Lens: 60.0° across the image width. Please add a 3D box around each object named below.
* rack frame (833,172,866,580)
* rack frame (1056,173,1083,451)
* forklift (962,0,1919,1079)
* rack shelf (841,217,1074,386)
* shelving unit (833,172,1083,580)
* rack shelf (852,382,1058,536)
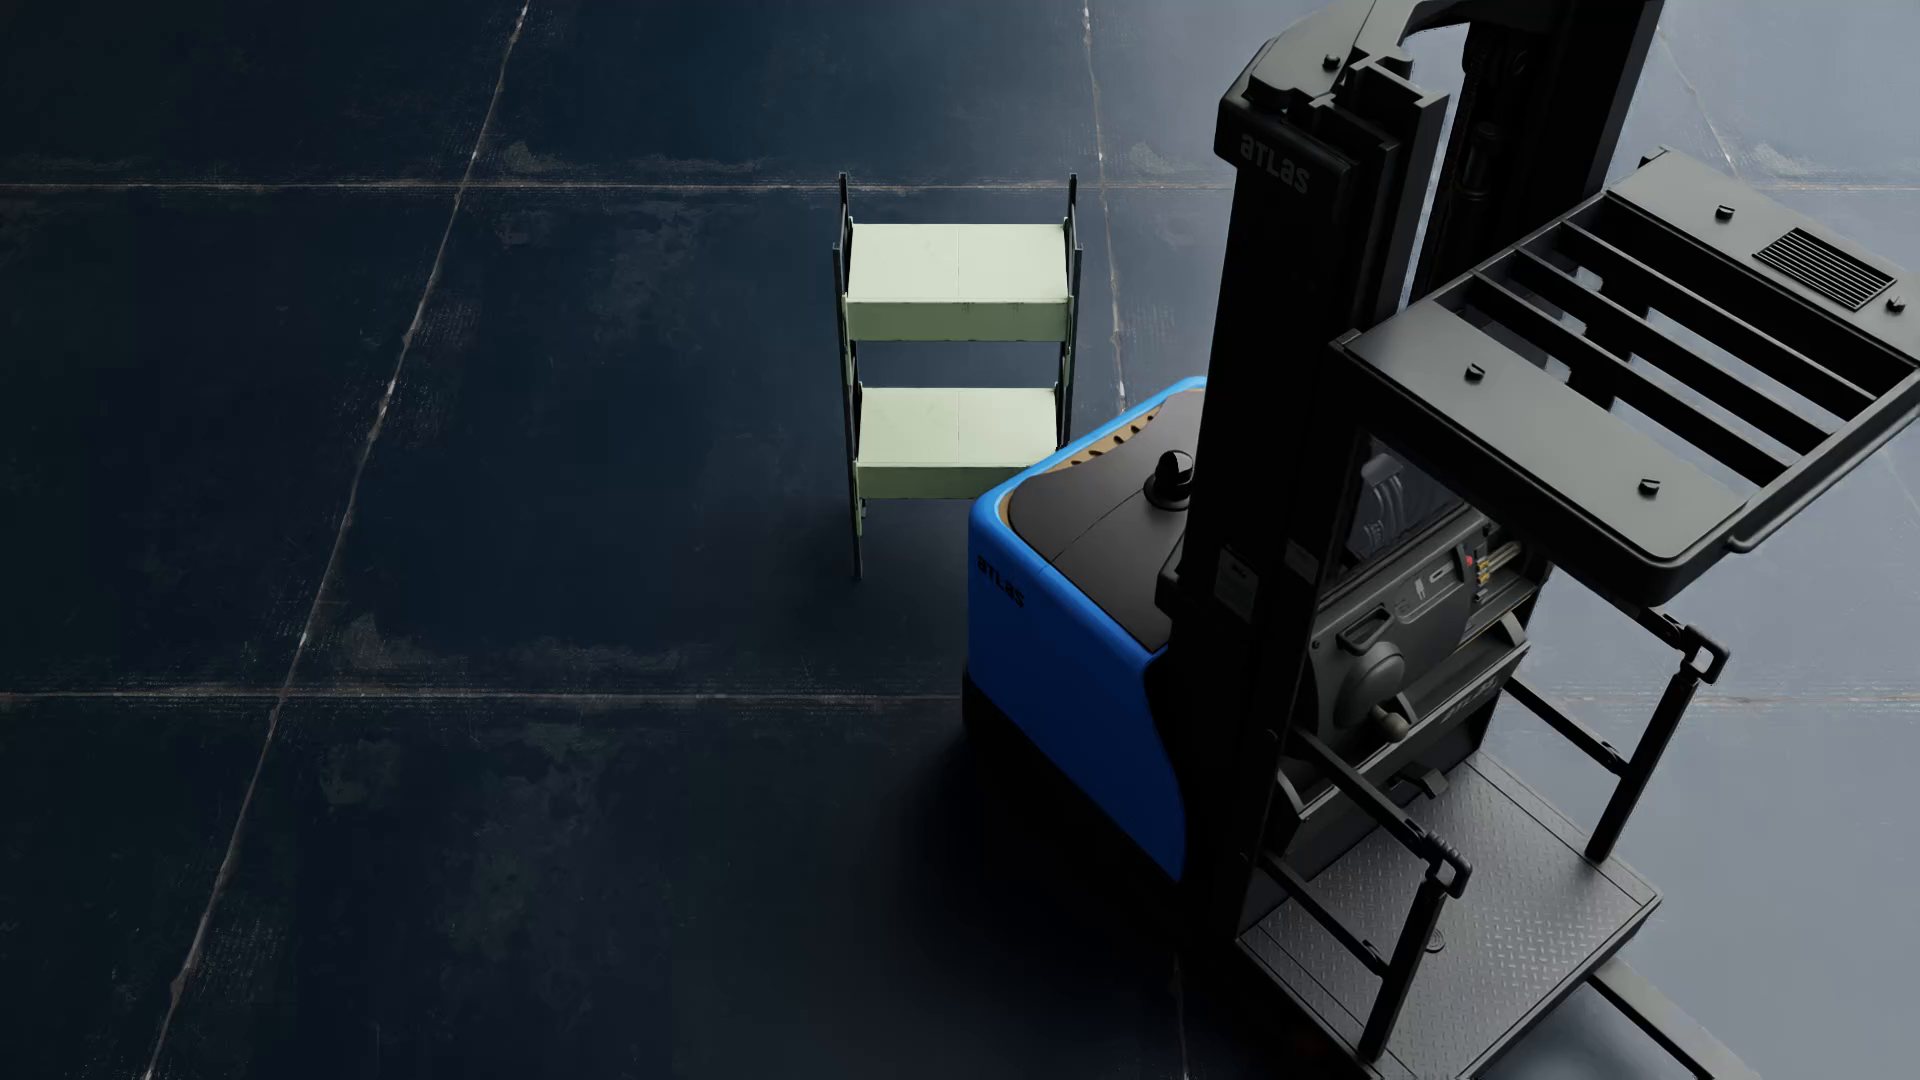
[{"bbox_3d":[-0.373,-0.512,5.702,0.023,1.500,0.400,0,47,0],"label":"rack frame"},{"bbox_3d":[0.359,-0.510,5.700,0.023,1.500,0.400,0,47,0],"label":"rack frame"},{"bbox_3d":[1.322,0.248,4.017,1.130,2.935,3.031,-30,54,-25],"label":"forklift"},{"bbox_3d":[-0.007,-0.777,5.415,0.720,0.370,0.431,0,47,0],"label":"rack shelf"},{"bbox_3d":[-0.007,-0.511,5.701,0.755,1.500,0.431,0,47,0],"label":"shelving unit"},{"bbox_3d":[-0.007,-0.289,5.940,0.720,0.370,0.431,0,47,0],"label":"rack shelf"}]
